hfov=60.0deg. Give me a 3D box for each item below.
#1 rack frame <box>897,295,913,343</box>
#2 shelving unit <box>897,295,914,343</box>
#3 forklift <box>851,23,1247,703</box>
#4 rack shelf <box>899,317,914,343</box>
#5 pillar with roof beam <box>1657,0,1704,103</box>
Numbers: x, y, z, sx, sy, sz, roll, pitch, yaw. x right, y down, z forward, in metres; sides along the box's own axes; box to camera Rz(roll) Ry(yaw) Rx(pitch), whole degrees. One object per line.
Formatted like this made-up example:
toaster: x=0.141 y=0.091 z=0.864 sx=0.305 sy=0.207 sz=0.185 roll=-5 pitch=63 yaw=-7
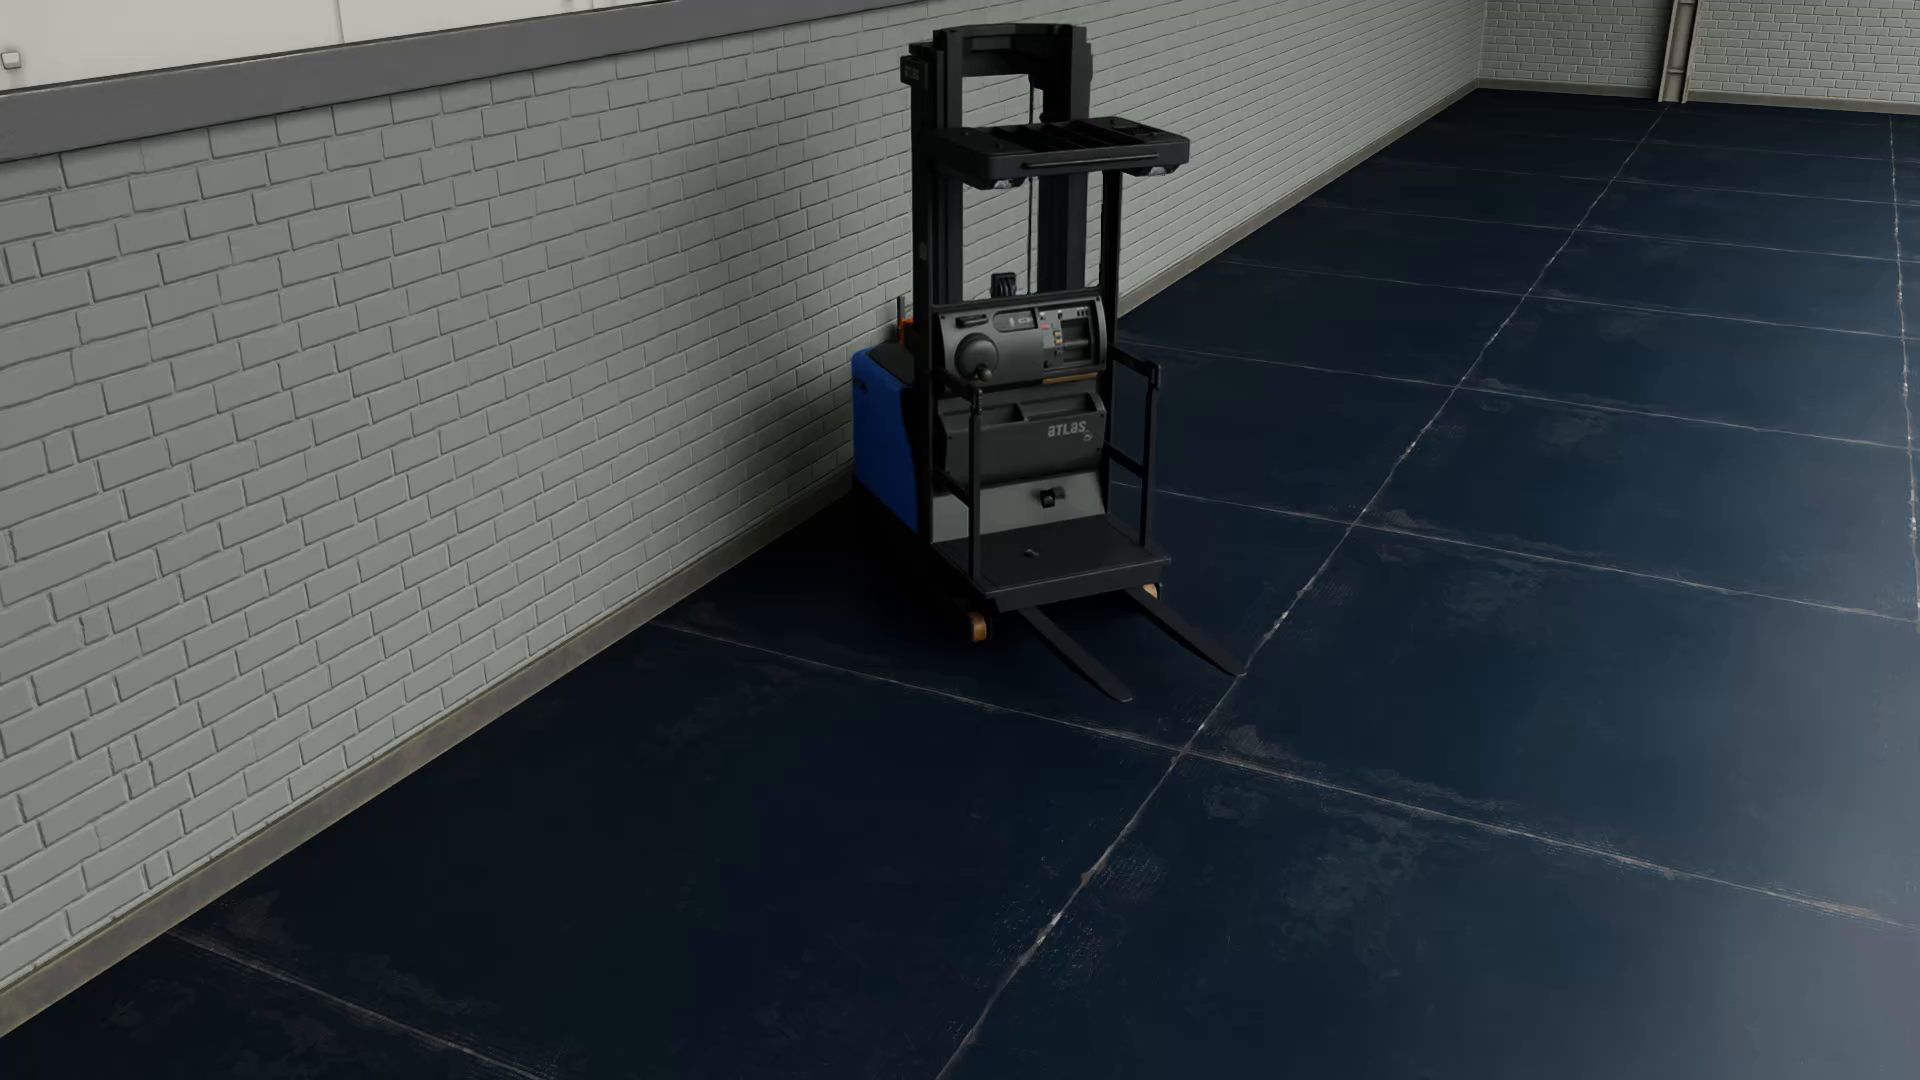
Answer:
rack frame: x=-0.230 y=-1.089 z=10.874 sx=0.032 sy=1.125 sz=0.500 roll=17 pitch=29 yaw=35
shelving unit: x=0.166 y=-0.965 z=10.581 sx=1.048 sy=1.125 sz=0.538 roll=17 pitch=29 yaw=35
forklift: x=0.416 y=-1.011 z=8.381 sx=1.130 sy=2.935 sz=3.031 roll=-10 pitch=25 yaw=-22
rack shelf: x=0.166 y=-1.234 z=10.466 sx=1.000 sy=0.278 sz=0.538 roll=17 pitch=29 yaw=35
pillar with roof beam: x=9.075 y=-9.431 z=20.428 sx=0.400 sy=9.000 sz=9.100 roll=11 pitch=25 yaw=25
